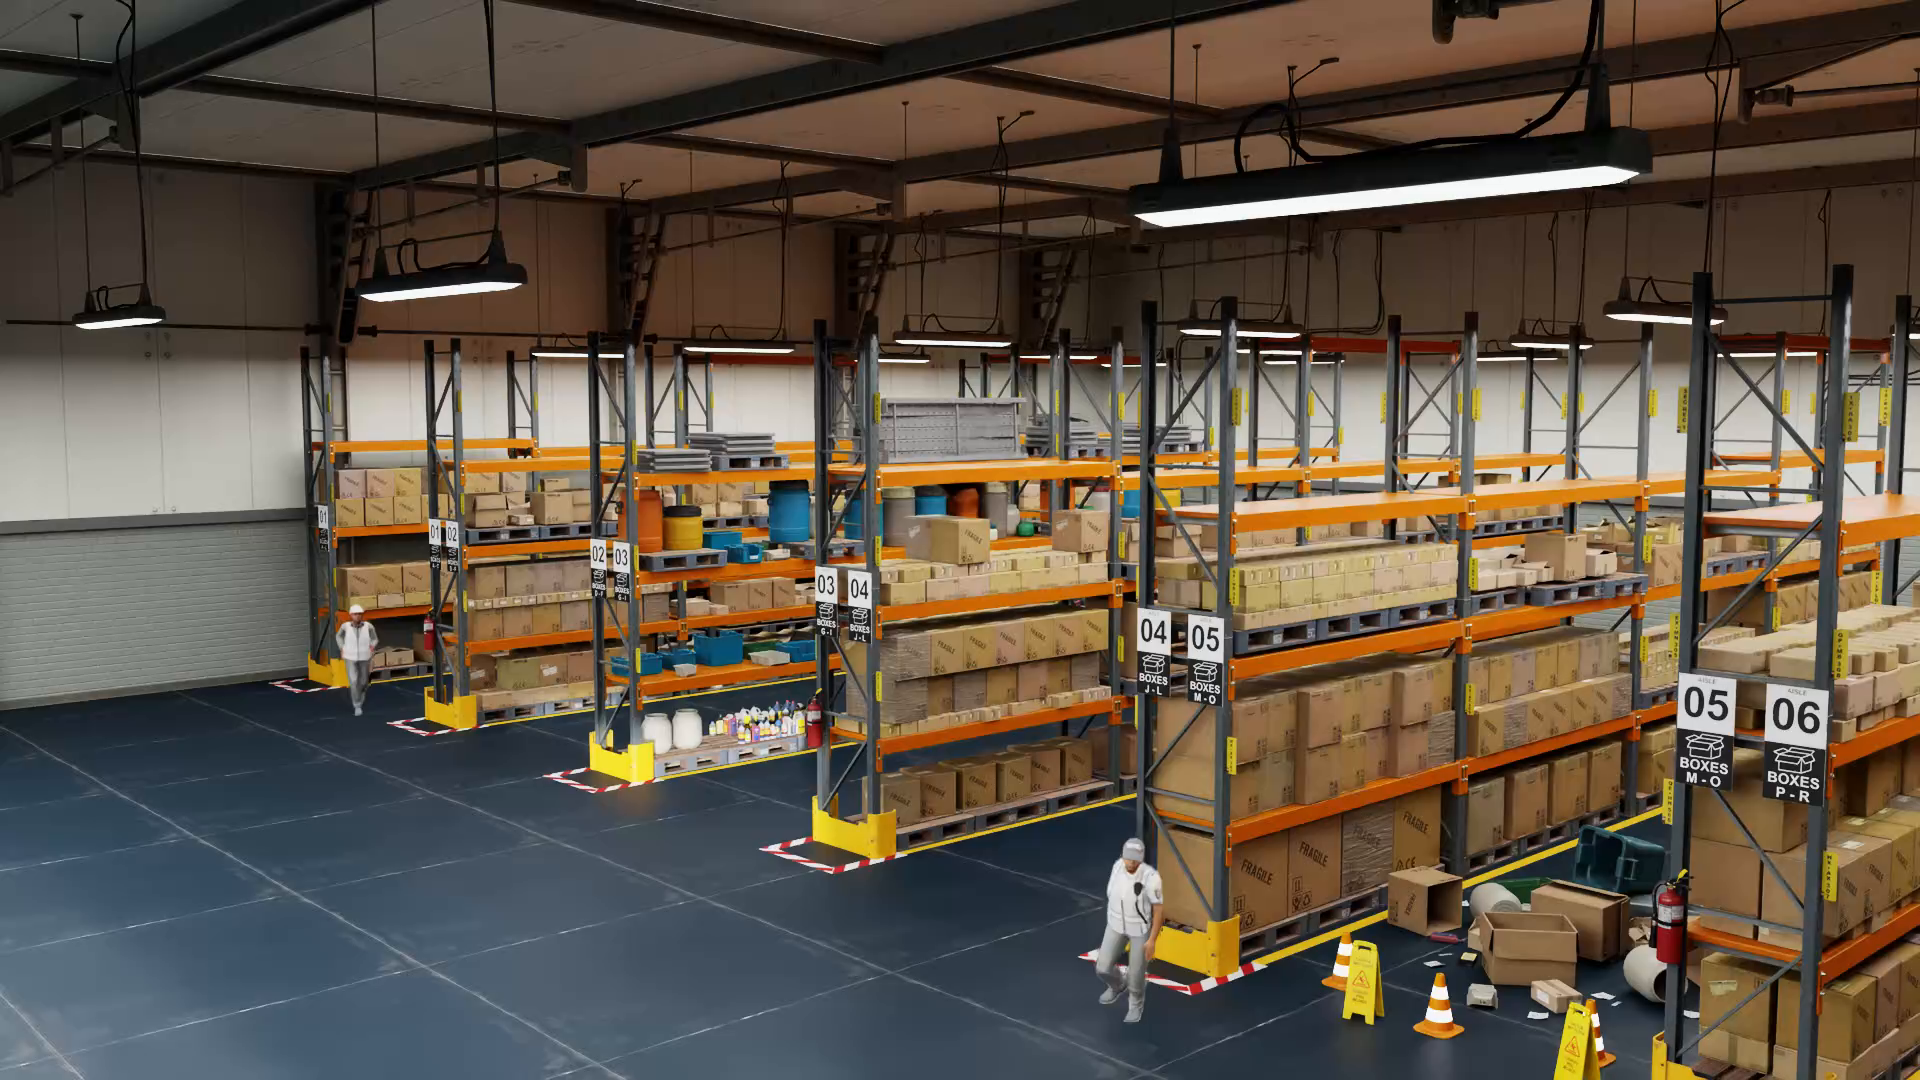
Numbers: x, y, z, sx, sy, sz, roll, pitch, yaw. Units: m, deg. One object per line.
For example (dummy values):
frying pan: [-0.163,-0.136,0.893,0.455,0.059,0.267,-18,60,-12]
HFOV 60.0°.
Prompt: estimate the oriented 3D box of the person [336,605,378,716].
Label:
person: [-9.793,1.913,27.030,0.641,1.764,0.939,-2,6,-25]

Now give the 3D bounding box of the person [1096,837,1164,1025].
person: [1.382,3.179,13.567,0.639,1.619,0.622,3,6,28]
